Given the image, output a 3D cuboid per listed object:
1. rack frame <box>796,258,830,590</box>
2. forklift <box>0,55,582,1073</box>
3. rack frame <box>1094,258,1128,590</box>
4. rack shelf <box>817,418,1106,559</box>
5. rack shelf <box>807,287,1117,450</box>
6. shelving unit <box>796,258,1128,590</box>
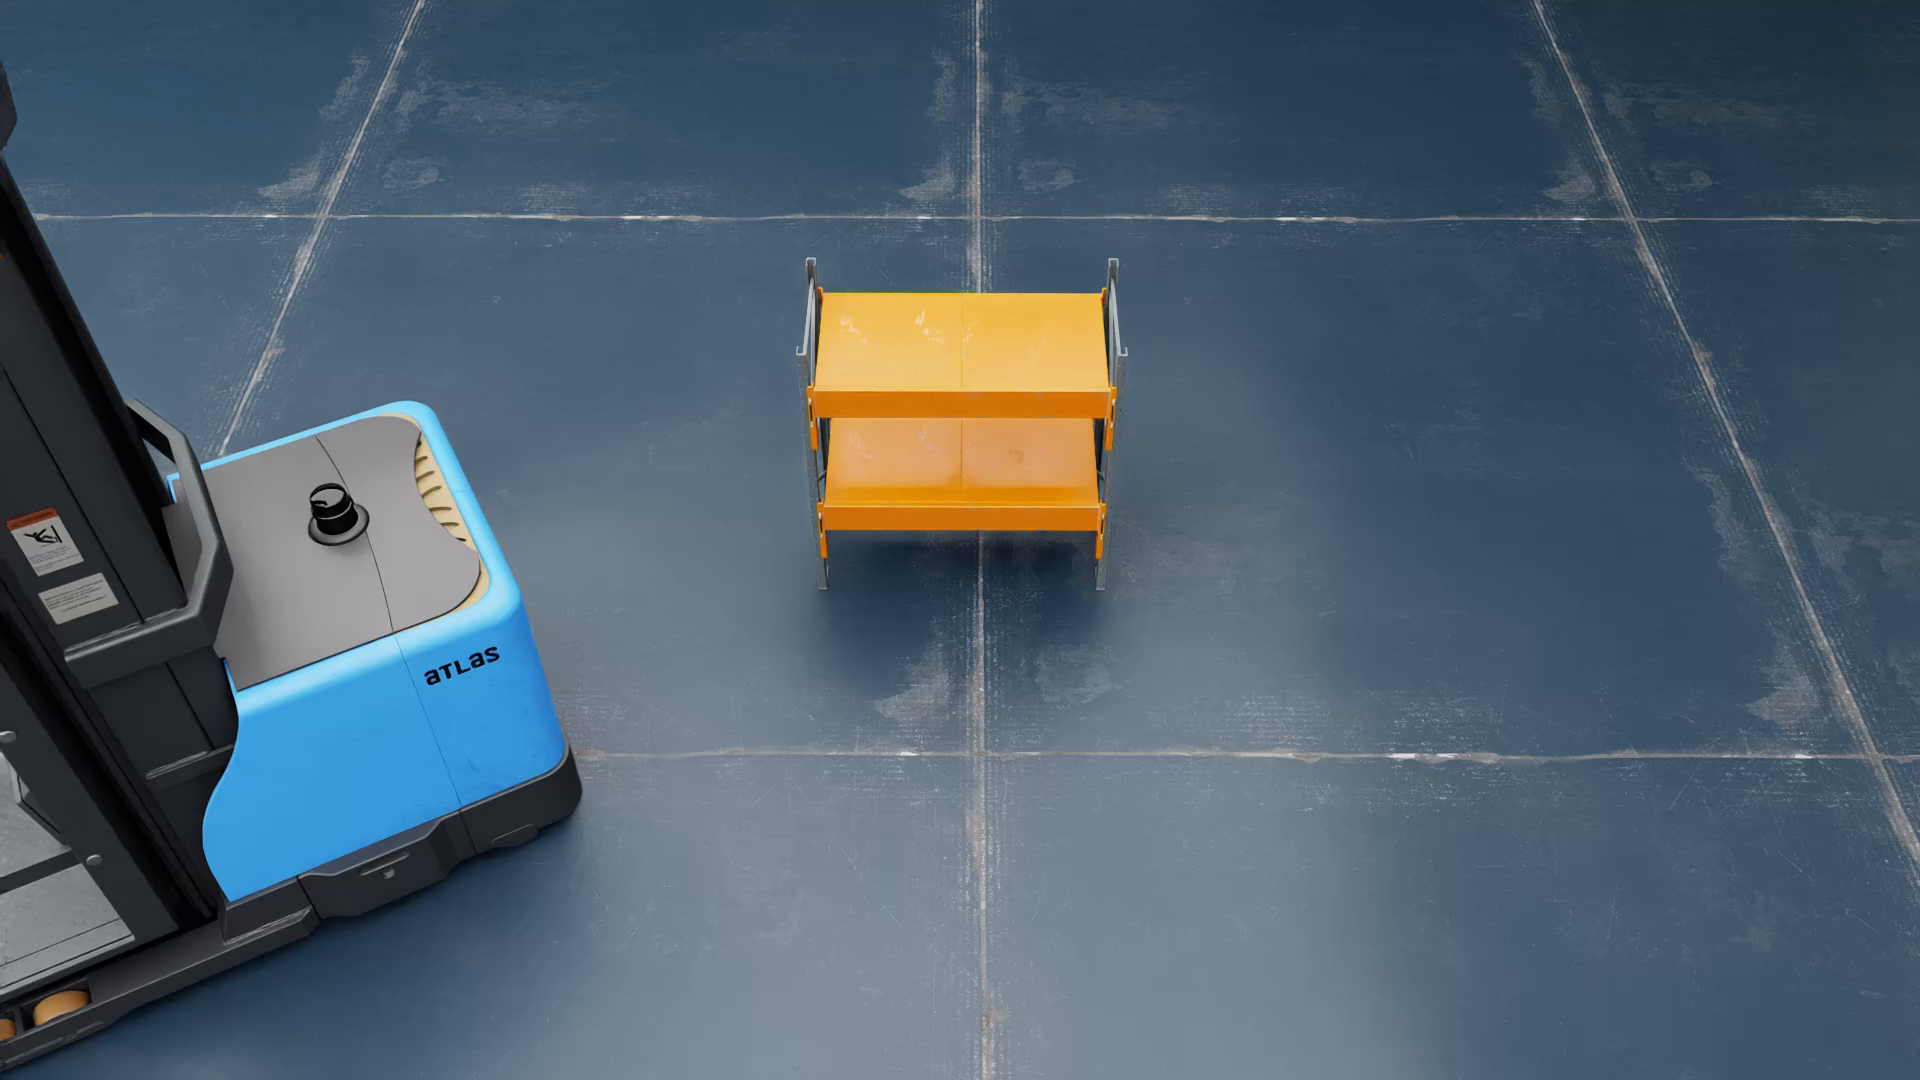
[{"bbox_3d":[-0.502,-0.385,5.840,0.032,1.125,0.500,0,47,0],"label":"rack frame"},{"bbox_3d":[-2.768,0.098,4.157,3.031,2.935,1.130,-22,51,-19],"label":"forklift"},{"bbox_3d":[0.515,-0.382,5.837,0.032,1.125,0.500,0,47,0],"label":"rack frame"},{"bbox_3d":[0.007,-0.217,6.017,1.000,0.278,0.538,0,47,0],"label":"rack shelf"},{"bbox_3d":[0.007,-0.583,5.624,1.000,0.278,0.538,0,47,0],"label":"rack shelf"},{"bbox_3d":[0.007,-0.383,5.838,1.048,1.125,0.538,0,47,0],"label":"shelving unit"}]
